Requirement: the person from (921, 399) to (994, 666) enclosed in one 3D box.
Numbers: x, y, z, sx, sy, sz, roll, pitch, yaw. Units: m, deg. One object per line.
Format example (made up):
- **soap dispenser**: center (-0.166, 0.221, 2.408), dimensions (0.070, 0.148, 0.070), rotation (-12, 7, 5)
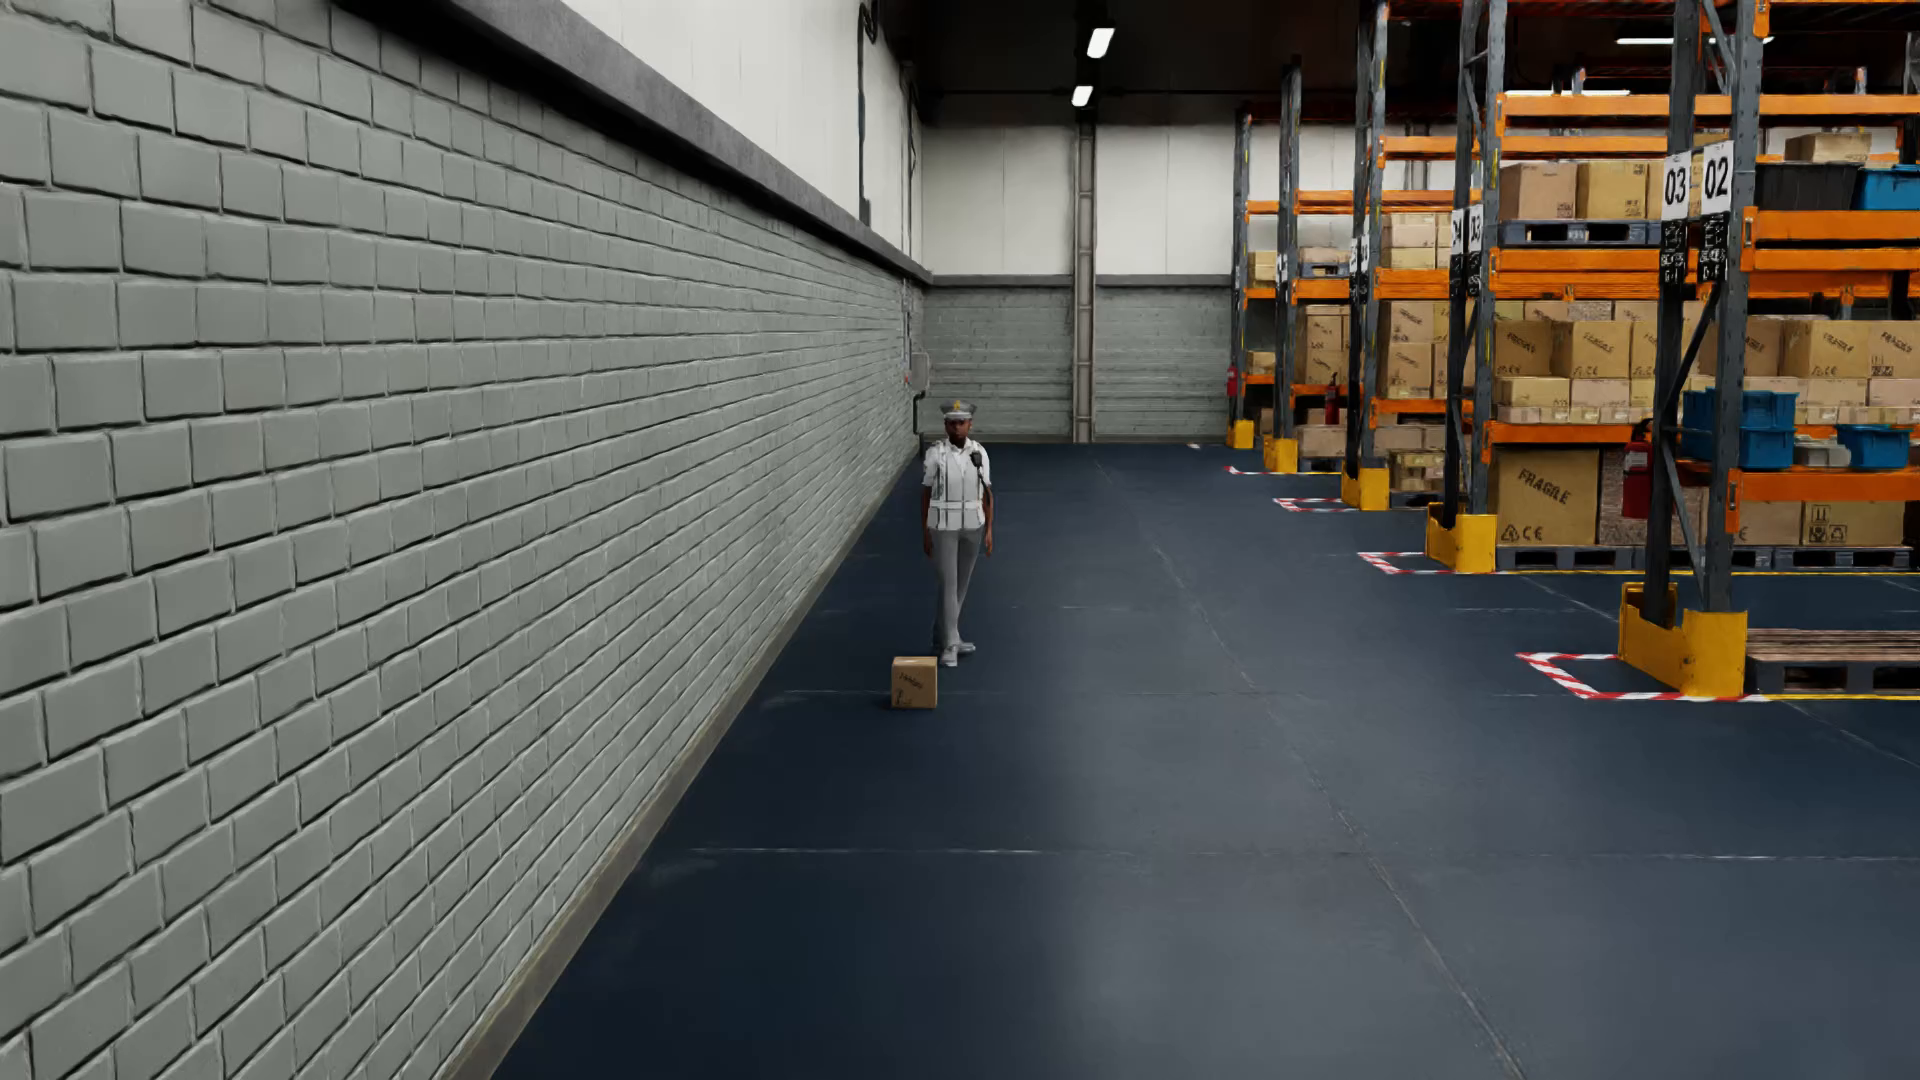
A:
- **person**: center (-0.034, -0.059, 10.706), dimensions (0.449, 1.683, 0.474), rotation (-3, 8, -23)
